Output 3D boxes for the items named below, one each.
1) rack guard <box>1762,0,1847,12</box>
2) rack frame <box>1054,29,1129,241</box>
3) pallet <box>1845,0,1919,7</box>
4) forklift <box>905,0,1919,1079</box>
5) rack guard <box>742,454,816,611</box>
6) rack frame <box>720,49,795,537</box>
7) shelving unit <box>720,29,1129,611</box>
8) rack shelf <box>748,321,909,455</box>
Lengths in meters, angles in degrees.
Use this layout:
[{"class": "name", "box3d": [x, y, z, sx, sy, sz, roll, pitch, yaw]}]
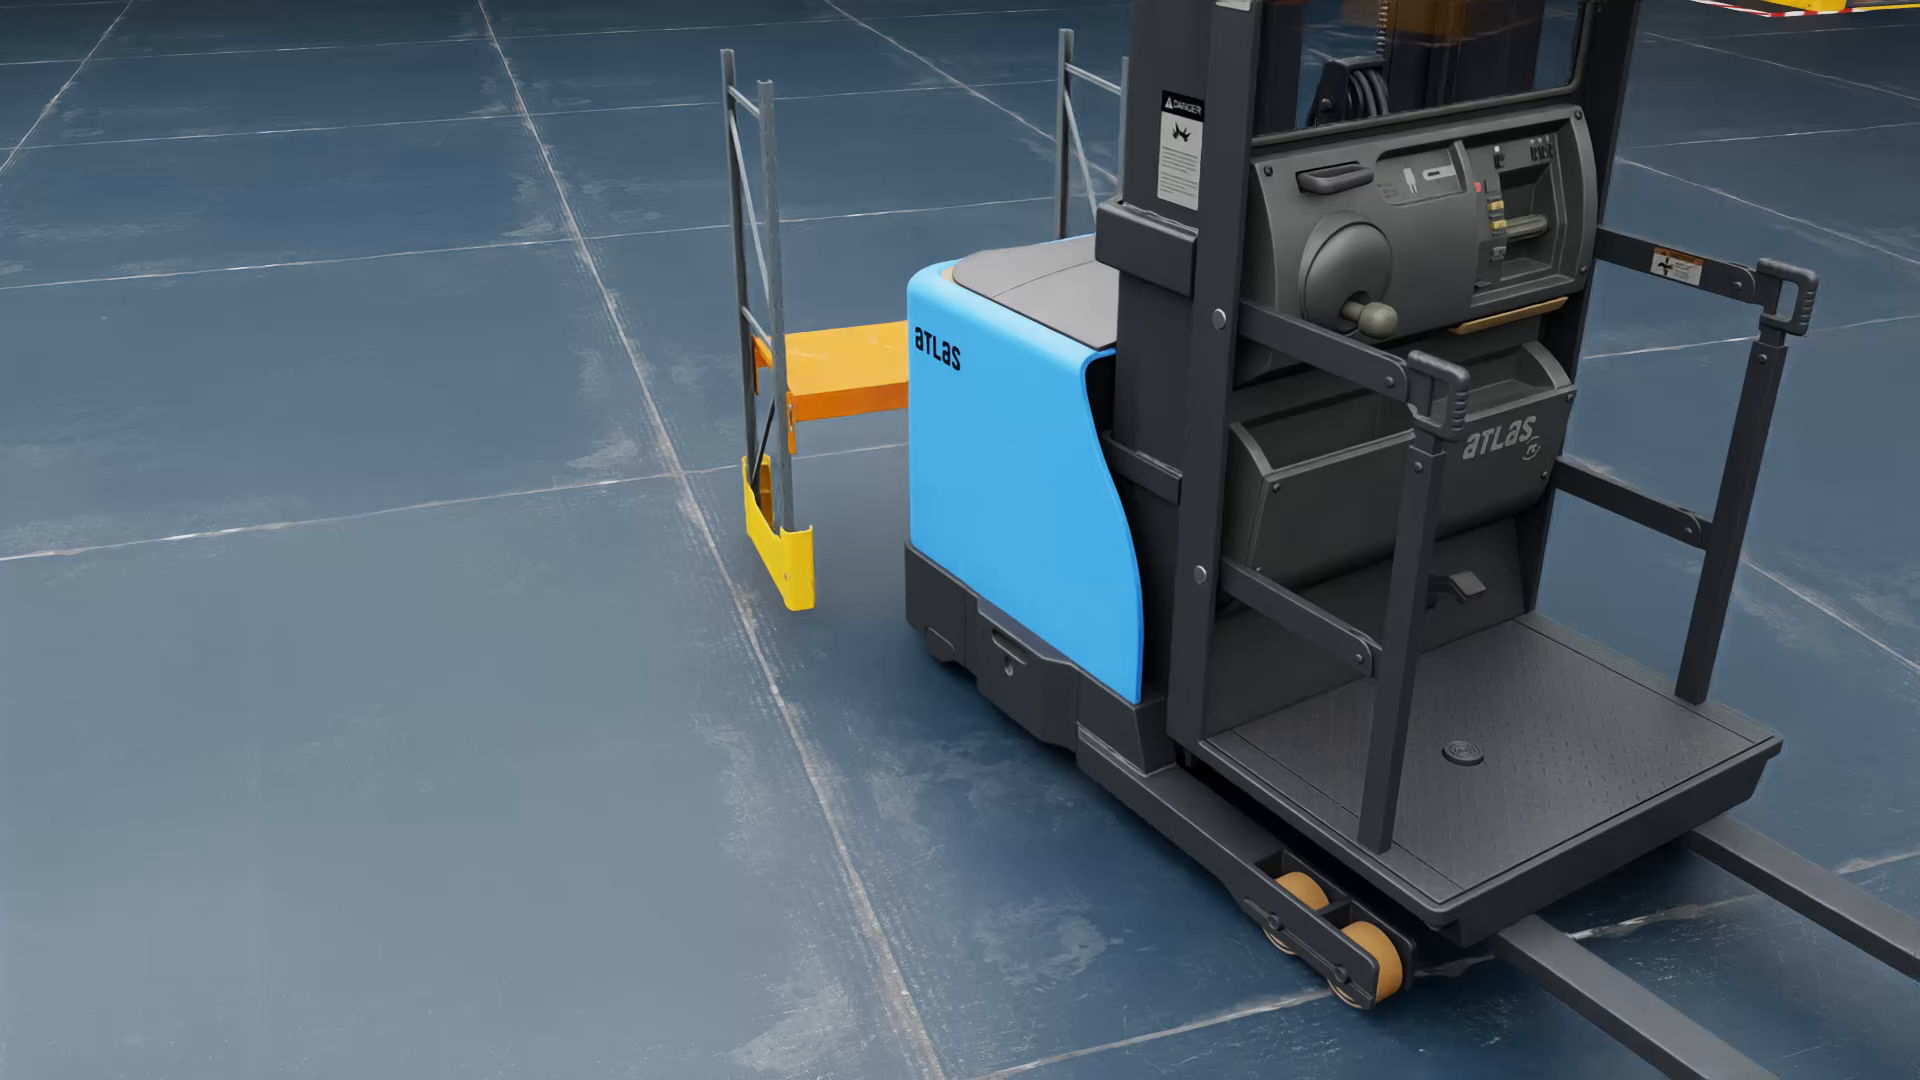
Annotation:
[{"class": "rack guard", "box3d": [7.487, -5.122, 15.004, 0.348, 0.500, 1.175, -8, 28, -16]}, {"class": "rack frame", "box3d": [0.390, -0.738, 5.050, 0.032, 1.500, 0.500, -9, 28, -17]}, {"class": "pallet", "box3d": [8.224, -5.119, 15.323, 1.213, 0.211, 1.003, -8, 28, -16]}, {"class": "forklift", "box3d": [1.074, -0.613, 3.188, 1.130, 2.935, 3.031, -16, 31, -29]}, {"class": "rack guard", "box3d": [-0.552, -0.032, 5.034, 0.087, 0.250, 0.587, -9, 28, -17]}, {"class": "rack frame", "box3d": [-0.570, -0.589, 4.750, 0.032, 1.500, 0.500, -9, 28, -17]}, {"class": "shelving unit", "box3d": [-0.082, -0.665, 4.903, 1.083, 1.500, 0.587, -9, 28, -17]}, {"class": "rack shelf", "box3d": [-0.090, -0.503, 4.980, 1.000, 0.185, 0.538, -9, 28, -17]}]
